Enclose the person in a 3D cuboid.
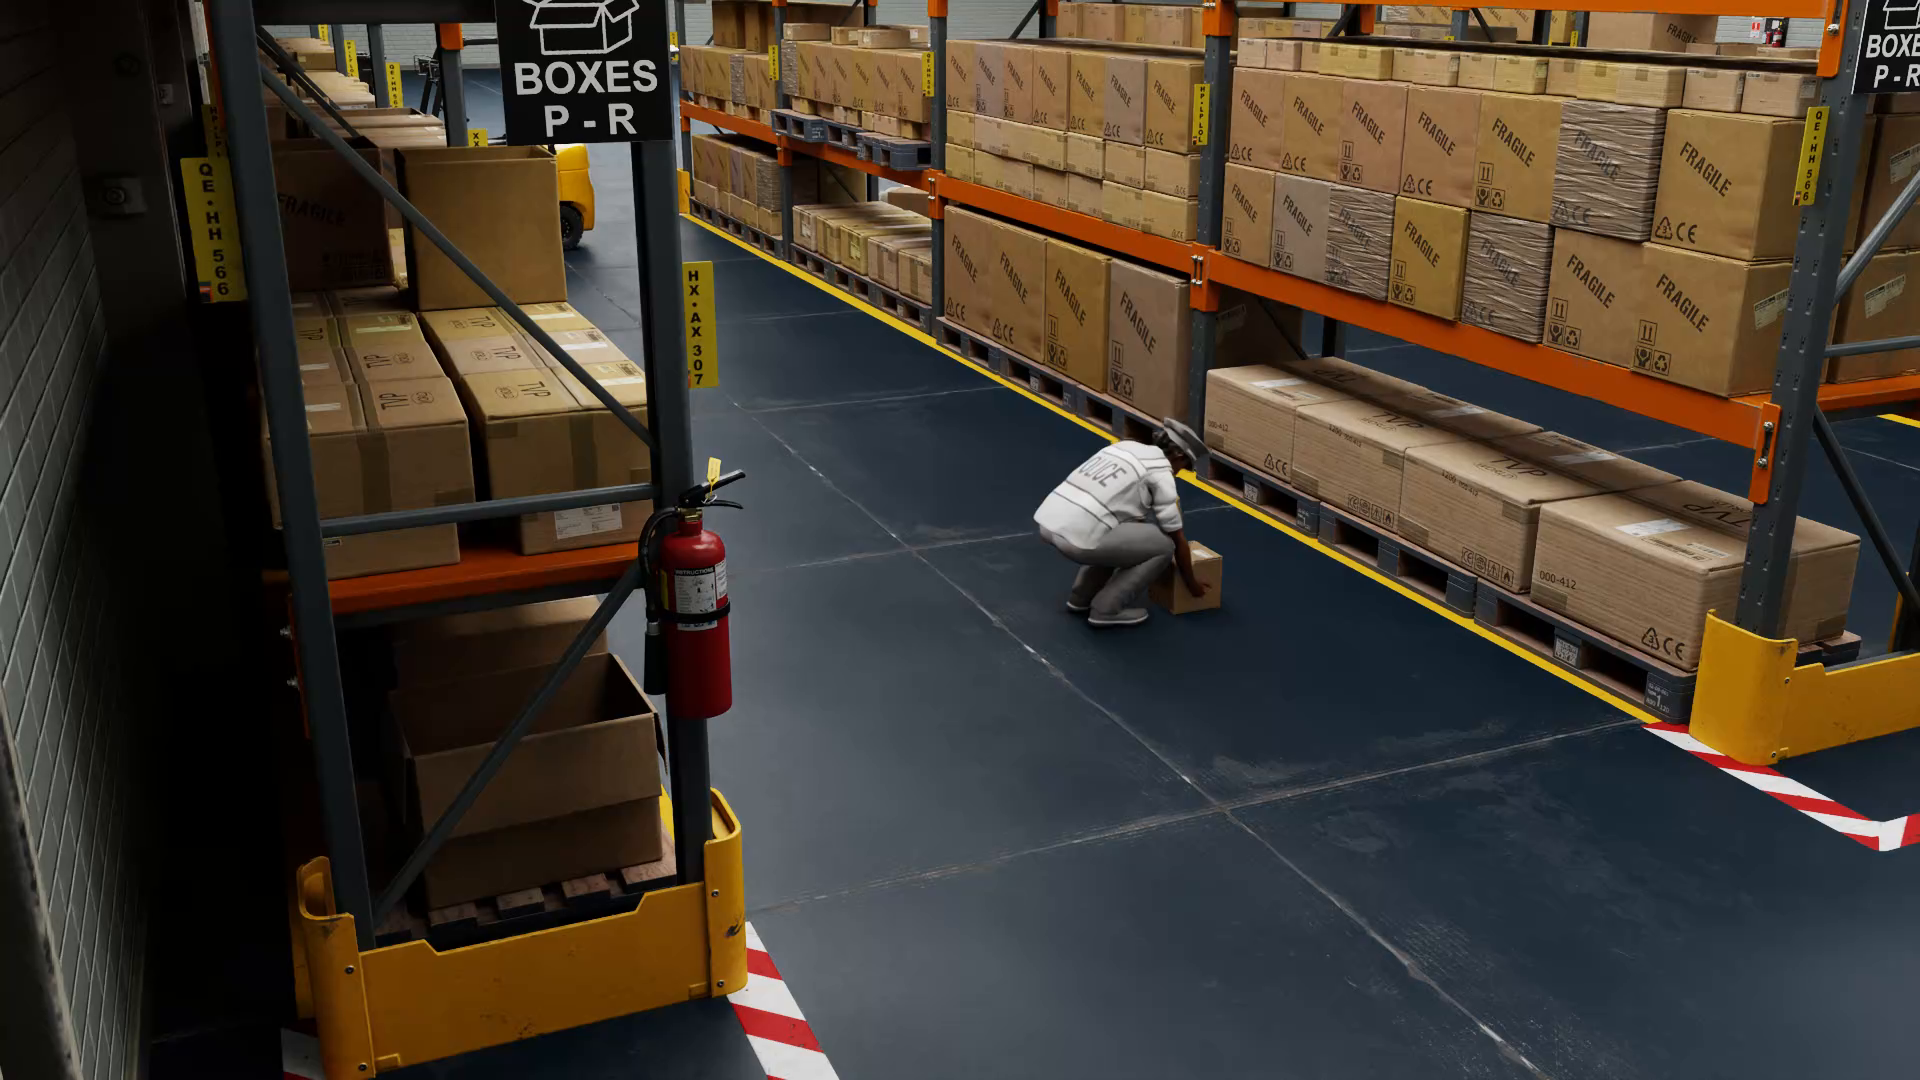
[{"bbox_3d":[0.750,-0.082,7.527,0.864,0.877,0.472,-8,21,-22],"label":"person"}]
